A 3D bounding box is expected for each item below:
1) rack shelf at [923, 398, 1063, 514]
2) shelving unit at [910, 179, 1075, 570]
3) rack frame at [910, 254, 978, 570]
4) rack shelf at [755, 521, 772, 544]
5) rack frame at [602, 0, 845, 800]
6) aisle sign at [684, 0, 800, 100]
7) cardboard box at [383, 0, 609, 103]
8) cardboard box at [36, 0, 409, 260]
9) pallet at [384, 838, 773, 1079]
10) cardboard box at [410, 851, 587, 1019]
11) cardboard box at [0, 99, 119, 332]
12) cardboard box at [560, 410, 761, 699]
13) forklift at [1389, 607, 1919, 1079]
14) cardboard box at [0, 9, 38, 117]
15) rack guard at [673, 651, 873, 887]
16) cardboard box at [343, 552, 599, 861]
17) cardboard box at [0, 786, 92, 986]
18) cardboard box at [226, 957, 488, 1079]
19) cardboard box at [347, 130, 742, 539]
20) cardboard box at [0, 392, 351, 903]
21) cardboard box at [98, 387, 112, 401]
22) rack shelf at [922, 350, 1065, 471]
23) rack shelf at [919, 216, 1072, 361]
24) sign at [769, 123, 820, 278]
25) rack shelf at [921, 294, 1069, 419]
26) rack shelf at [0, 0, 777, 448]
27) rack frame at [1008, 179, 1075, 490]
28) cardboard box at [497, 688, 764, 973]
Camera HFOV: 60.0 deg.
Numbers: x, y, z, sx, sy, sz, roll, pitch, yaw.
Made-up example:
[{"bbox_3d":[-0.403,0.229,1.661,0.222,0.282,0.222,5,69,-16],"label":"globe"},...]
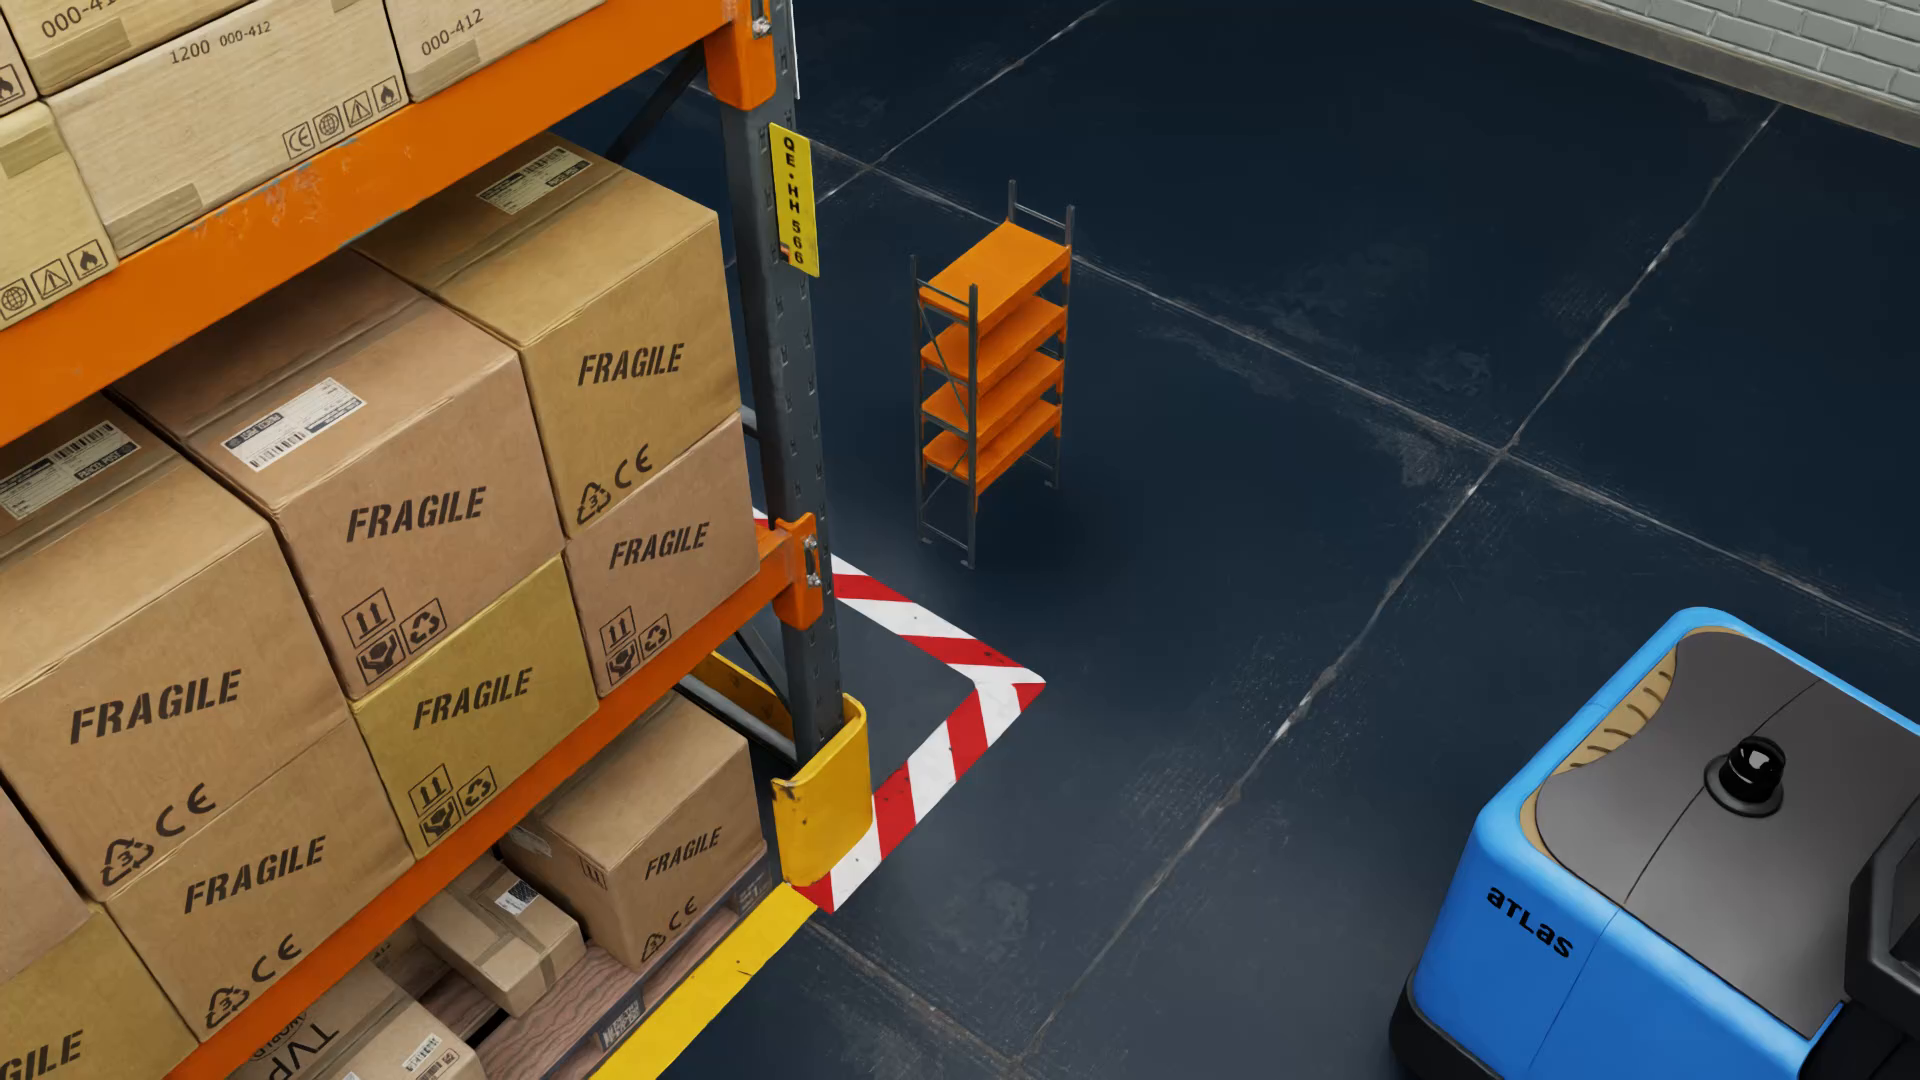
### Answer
[{"bbox_3d":[0.101,-0.326,5.599,0.258,0.148,0.480,29,53,25],"label":"rack shelf"},{"bbox_3d":[0.101,-0.509,5.407,0.258,1.200,0.503,29,53,25],"label":"shelving unit"},{"bbox_3d":[-0.048,-0.370,5.273,0.240,1.200,0.015,29,53,25],"label":"rack frame"},{"bbox_3d":[-1.976,0.909,3.170,0.919,0.124,3.809,29,53,25],"label":"rack shelf"},{"bbox_3d":[-0.754,-0.417,4.074,1.000,3.000,0.127,29,53,25],"label":"rack frame"},{"bbox_3d":[-0.470,-1.218,3.042,0.394,0.787,0.004,29,53,25],"label":"aisle sign"},{"bbox_3d":[-0.859,-0.991,2.651,0.500,0.250,0.500,29,53,25],"label":"cardboard box"},{"bbox_3d":[-1.173,-0.709,2.382,0.500,0.250,0.500,29,53,25],"label":"cardboard box"},{"bbox_3d":[-1.287,1.047,4.604,1.003,0.211,1.213,29,53,25],"label":"pallet"},{"bbox_3d":[-1.210,1.022,4.354,0.380,0.166,0.250,29,53,25],"label":"cardboard box"},{"bbox_3d":[-1.469,-0.417,2.104,0.500,0.250,0.500,29,53,25],"label":"cardboard box"},{"bbox_3d":[-0.812,-0.075,3.678,0.500,0.500,0.500,31,54,26],"label":"cardboard box"},{"bbox_3d":[2.517,0.880,2.883,1.130,2.935,3.031,-35,55,-29],"label":"forklift"},{"bbox_3d":[-1.480,-0.596,1.929,0.500,0.250,0.500,29,53,25],"label":"cardboard box"},{"bbox_3d":[-0.800,0.490,4.936,1.175,0.500,0.348,29,53,25],"label":"rack guard"},{"bbox_3d":[-1.127,0.224,3.393,0.500,0.500,0.500,30,53,25],"label":"cardboard box"},{"bbox_3d":[-1.744,0.462,2.474,0.500,0.500,0.500,31,54,26],"label":"cardboard box"},{"bbox_3d":[-1.496,1.331,4.001,0.500,0.250,0.500,29,53,25],"label":"cardboard box"},{"bbox_3d":[-0.808,-0.420,3.317,0.500,0.500,0.500,29,53,25],"label":"cardboard box"},{"bbox_3d":[-1.430,0.168,2.755,0.500,0.500,0.500,31,54,26],"label":"cardboard box"},{"bbox_3d":[-1.547,-0.357,3.256,0.500,0.500,0.500,30,53,25],"label":"cardboard box"},{"bbox_3d":[0.101,-0.463,5.455,0.258,0.148,0.480,29,53,25],"label":"rack shelf"},{"bbox_3d":[0.101,-0.781,5.122,0.258,0.148,0.480,29,53,25],"label":"rack shelf"},{"bbox_3d":[-0.327,-0.669,3.295,0.100,0.325,0.005,29,53,25],"label":"sign"},{"bbox_3d":[0.101,-0.617,5.294,0.258,0.148,0.480,29,53,25],"label":"rack shelf"},{"bbox_3d":[-1.976,-0.060,2.156,1.077,0.370,4.000,29,53,25],"label":"rack shelf"},{"bbox_3d":[0.250,-0.649,5.540,0.240,1.200,0.015,29,53,25],"label":"rack frame"},{"bbox_3d":[-0.891,0.715,4.417,0.500,0.500,0.500,29,53,25],"label":"cardboard box"}]
